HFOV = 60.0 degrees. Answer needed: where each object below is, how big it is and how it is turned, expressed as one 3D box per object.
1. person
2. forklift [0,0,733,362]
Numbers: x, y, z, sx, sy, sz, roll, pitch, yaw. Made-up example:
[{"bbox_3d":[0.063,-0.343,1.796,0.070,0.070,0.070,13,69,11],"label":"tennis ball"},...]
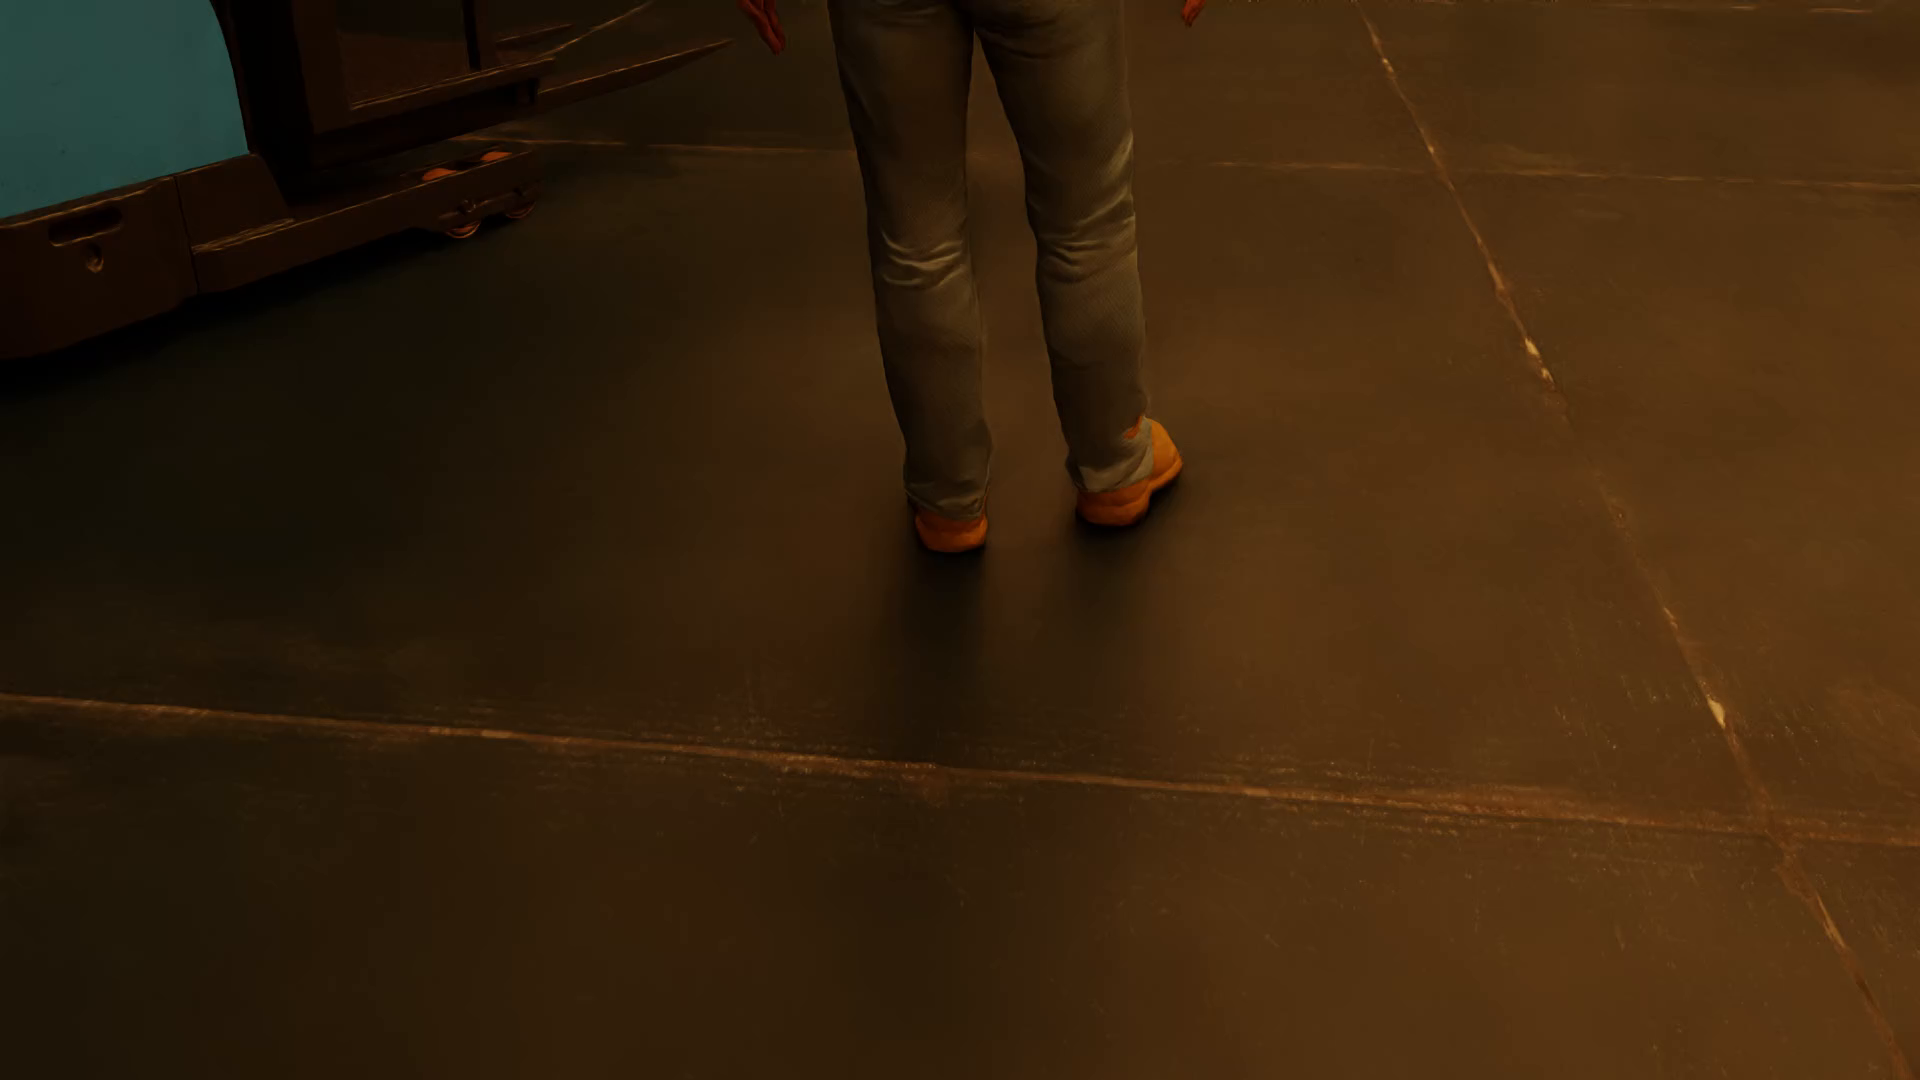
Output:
[{"bbox_3d":[0.015,-0.827,2.164,0.665,1.766,0.576,3,27,7],"label":"person"},{"bbox_3d":[-1.683,-2.101,3.428,1.130,2.935,3.031,13,29,24],"label":"forklift"}]
